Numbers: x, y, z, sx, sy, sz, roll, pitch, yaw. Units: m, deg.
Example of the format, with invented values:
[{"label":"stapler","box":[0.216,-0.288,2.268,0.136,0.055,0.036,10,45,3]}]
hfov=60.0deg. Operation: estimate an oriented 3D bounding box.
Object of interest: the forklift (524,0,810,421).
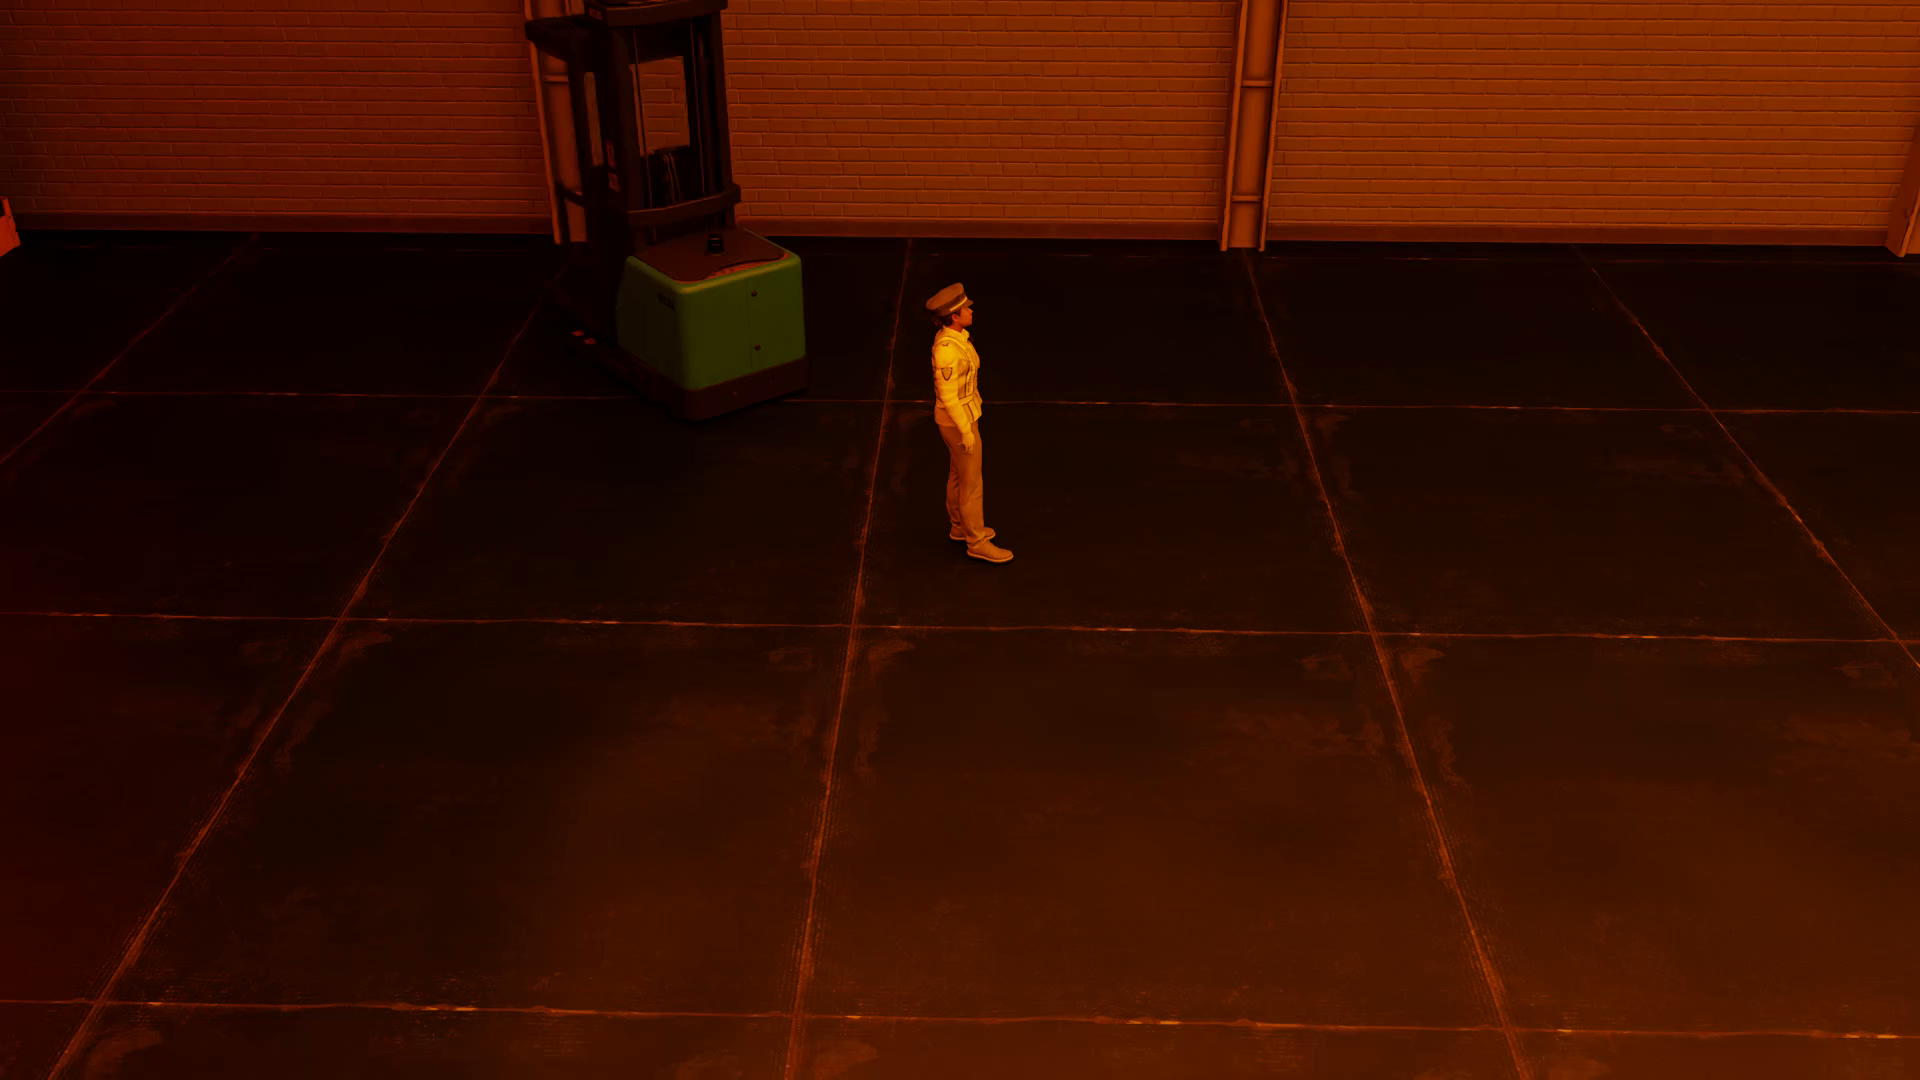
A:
[{"label":"forklift","box":[-2.415,-2.791,12.347,1.130,2.935,3.031,-22,37,-32]}]

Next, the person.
[{"label":"person","box":[0.067,-0.732,10.059,0.534,1.696,0.587,1,31,1]}]
